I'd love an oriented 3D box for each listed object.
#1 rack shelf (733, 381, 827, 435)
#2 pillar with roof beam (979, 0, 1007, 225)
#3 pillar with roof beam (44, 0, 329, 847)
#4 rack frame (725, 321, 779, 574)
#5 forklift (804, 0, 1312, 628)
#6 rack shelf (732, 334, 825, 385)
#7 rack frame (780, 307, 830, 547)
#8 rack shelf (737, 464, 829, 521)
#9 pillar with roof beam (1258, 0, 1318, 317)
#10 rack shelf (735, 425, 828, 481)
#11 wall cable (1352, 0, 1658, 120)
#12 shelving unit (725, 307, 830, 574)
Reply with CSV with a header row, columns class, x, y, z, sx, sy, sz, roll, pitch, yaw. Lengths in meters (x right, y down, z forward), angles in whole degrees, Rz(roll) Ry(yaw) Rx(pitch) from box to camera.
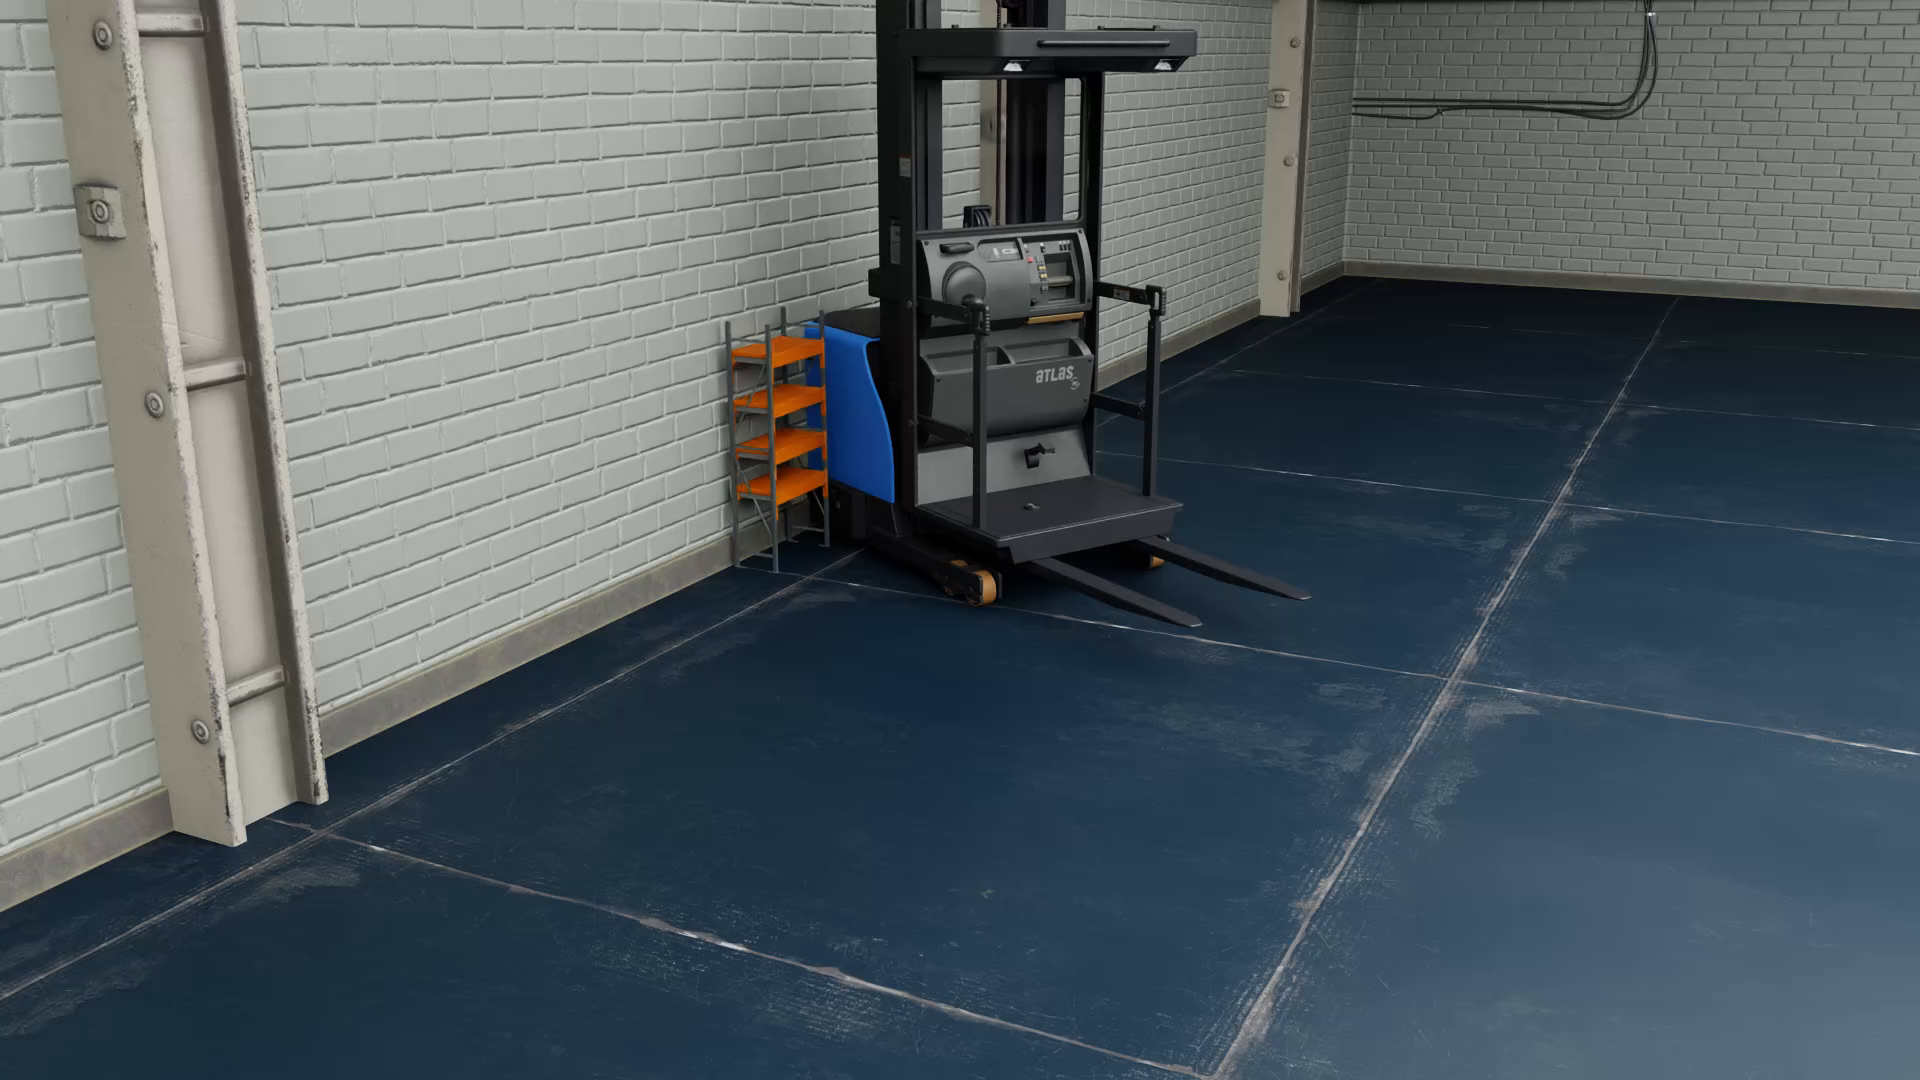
class,x,y,z,sx,sy,sz,roll,pitch,yaw
rack shelf,-0.876,-0.641,8.027,0.258,0.148,0.480,8,18,25
pillar with roof beam,4.188,-4.393,7.511,9.100,9.000,0.400,8,18,25
pillar with roof beam,1.507,-2.865,2.365,9.100,9.000,0.400,8,18,25
rack frame,-0.982,-0.429,7.861,0.240,1.200,0.015,8,18,25
forklift,0.348,-1.258,7.612,1.130,2.935,3.031,-11,20,-32
rack shelf,-0.876,-0.868,7.960,0.258,0.148,0.480,8,18,25
rack frame,-0.770,-0.554,8.282,0.240,1.200,0.015,8,18,25
rack shelf,-0.876,-0.237,8.147,0.258,0.148,0.480,8,18,25
pillar with roof beam,6.869,-5.922,12.656,9.100,9.000,0.400,8,18,25
rack shelf,-0.876,-0.427,8.091,0.258,0.148,0.480,8,18,25
wall cable,5.517,-5.563,16.902,3.097,2.526,0.112,8,18,25
shelving unit,-0.876,-0.491,8.072,0.258,1.200,0.503,8,18,25
